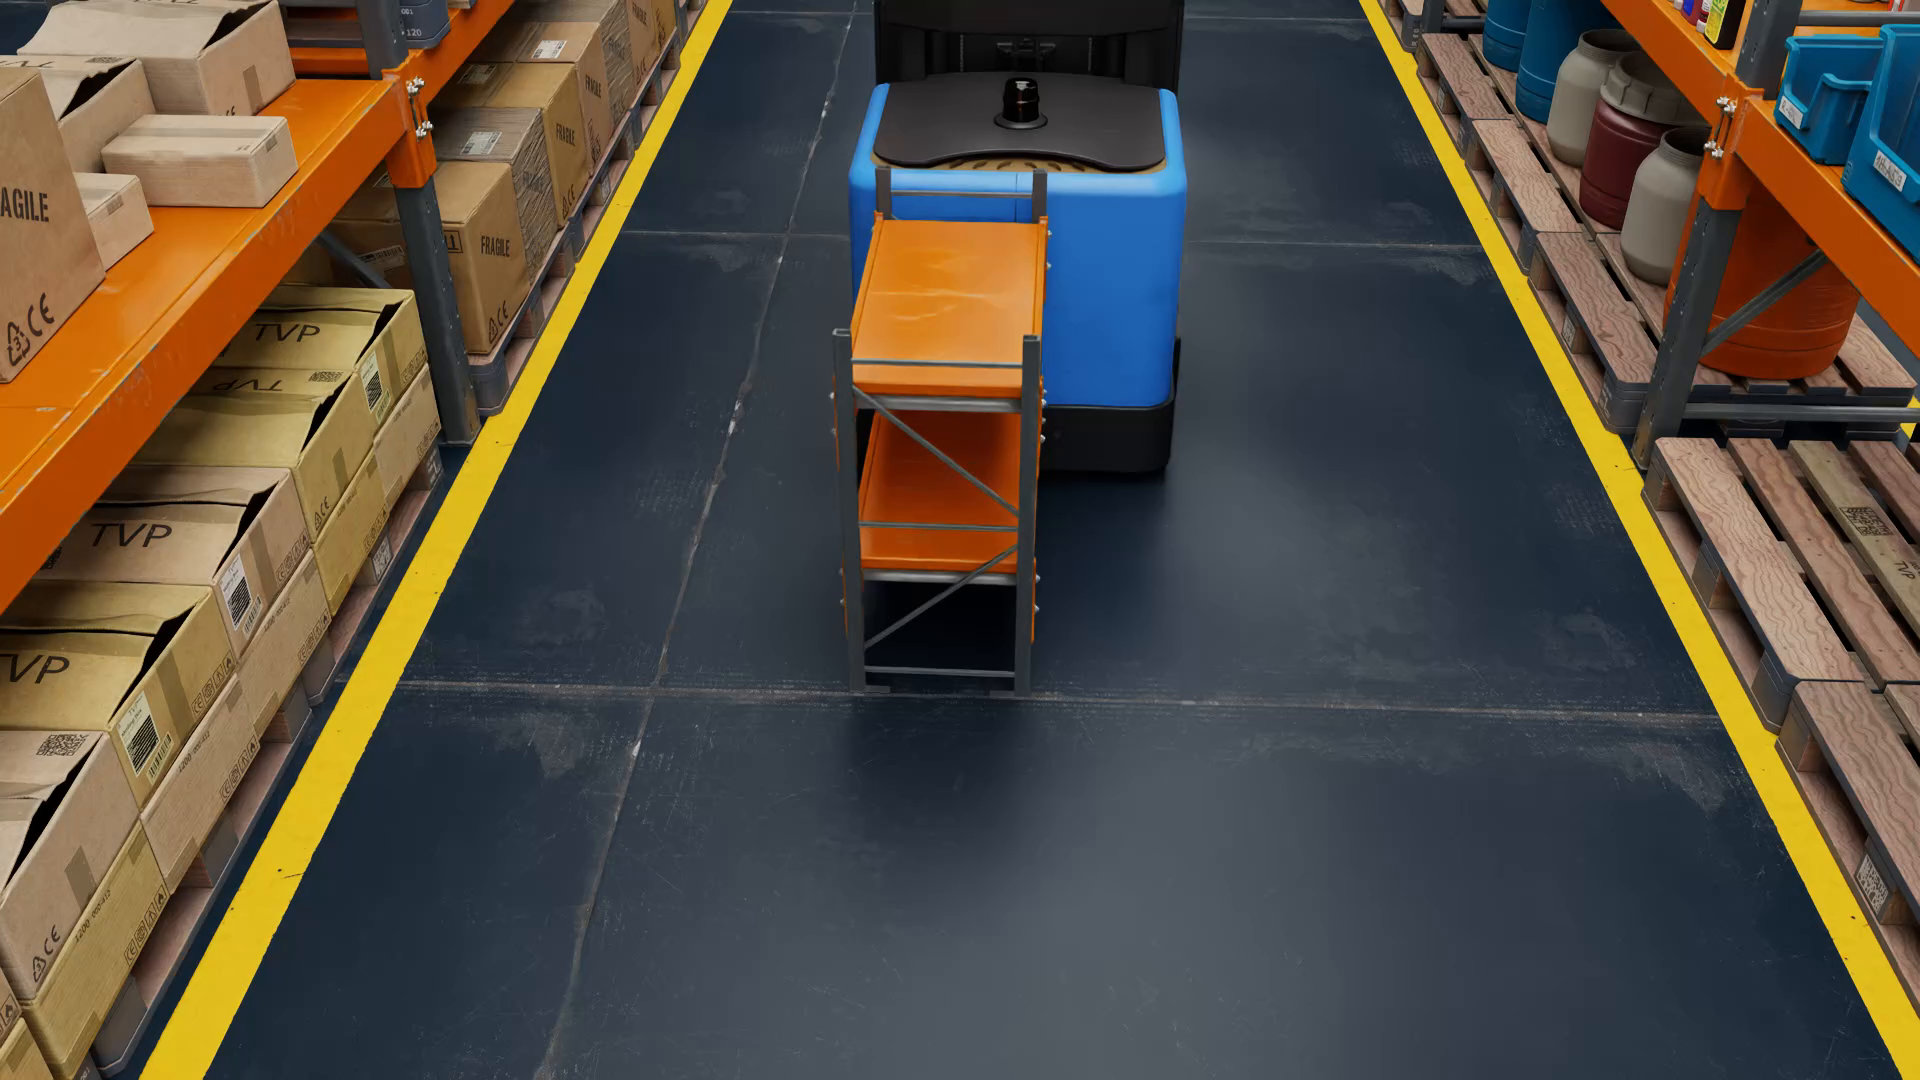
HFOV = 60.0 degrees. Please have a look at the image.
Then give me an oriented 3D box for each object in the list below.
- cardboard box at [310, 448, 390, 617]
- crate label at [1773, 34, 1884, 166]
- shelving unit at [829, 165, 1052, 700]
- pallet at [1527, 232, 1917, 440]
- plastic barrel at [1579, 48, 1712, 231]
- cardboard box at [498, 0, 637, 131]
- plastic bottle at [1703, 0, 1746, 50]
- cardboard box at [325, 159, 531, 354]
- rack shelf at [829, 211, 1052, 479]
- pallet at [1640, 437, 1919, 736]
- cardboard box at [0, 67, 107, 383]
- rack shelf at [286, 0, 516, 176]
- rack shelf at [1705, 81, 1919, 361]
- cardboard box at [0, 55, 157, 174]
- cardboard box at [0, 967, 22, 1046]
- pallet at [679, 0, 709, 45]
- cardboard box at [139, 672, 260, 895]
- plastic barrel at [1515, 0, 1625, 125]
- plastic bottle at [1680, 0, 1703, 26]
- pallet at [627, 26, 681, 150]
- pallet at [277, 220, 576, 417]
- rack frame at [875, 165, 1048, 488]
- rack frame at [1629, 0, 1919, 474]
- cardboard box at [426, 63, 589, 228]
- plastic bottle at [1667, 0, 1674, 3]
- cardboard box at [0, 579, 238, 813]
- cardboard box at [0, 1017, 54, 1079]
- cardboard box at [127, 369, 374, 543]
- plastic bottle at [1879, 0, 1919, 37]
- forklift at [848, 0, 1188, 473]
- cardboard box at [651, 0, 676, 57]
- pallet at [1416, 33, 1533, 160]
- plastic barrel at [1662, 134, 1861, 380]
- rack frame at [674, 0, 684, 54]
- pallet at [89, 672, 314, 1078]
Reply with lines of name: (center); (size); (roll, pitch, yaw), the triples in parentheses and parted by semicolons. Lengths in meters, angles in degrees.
cardboard box: (-1.964, -0.034, 4.716); (0.500, 0.250, 0.500); (1, 35, 1)
crate label: (2.388, -1.173, 4.456); (0.303, 0.233, 0.416); (1, 35, 2)
shelving unit: (-0.026, -0.324, 4.733); (0.538, 1.125, 1.048); (2, 35, 3)
pallet: (2.770, -0.788, 6.188); (1.003, 0.211, 1.213); (1, 35, 2)
plastic barrel: (2.828, -1.590, 6.636); (0.600, 0.588, 0.708); (1, 35, 2)
cardboard box: (-1.791, -2.185, 7.541); (0.500, 0.500, 0.500); (2, 35, 2)
plastic bottle: (2.370, -1.669, 5.118); (0.061, 0.283, 0.133); (1, 35, 2)
cardboard box: (-1.866, -1.004, 5.861); (0.500, 0.500, 0.500); (3, 35, 4)
rack shelf: (-0.026, -0.564, 4.565); (0.538, 0.278, 1.000); (2, 35, 3)
pallet: (2.710, 0.110, 4.910); (1.003, 0.211, 1.213); (1, 35, 2)
cardboard box: (-2.220, -0.668, 3.505); (0.500, 0.500, 0.500); (0, 35, -1)
rack shelf: (-2.089, -2.446, 6.748); (1.077, 0.370, 4.000); (1, 35, 2)
rack shelf: (2.699, -0.032, 3.312); (1.077, 0.370, 4.000); (1, 35, 2)
cardboard box: (-2.399, -1.046, 4.207); (0.500, 0.311, 0.500); (1, 35, 1)
cardboard box: (-2.039, 0.911, 2.883); (0.500, 0.311, 0.500); (1, 35, 1)
pallet: (-1.980, -3.143, 9.539); (1.003, 0.211, 1.213); (1, 35, 2)
cardboard box: (-2.005, 0.550, 3.884); (0.500, 0.250, 0.500); (2, 35, 3)
plastic barrel: (2.873, -2.367, 7.470); (0.600, 0.901, 0.708); (1, 35, 2)
plastic bottle: (2.379, -1.802, 5.307); (0.061, 0.283, 0.133); (1, 35, 2)
pallet: (-2.004, -2.280, 8.311); (1.003, 0.211, 1.213); (1, 35, 2)
pallet: (-2.102, -0.879, 6.317); (1.003, 0.211, 1.213); (1, 35, 2)
rack frame: (0.004, -0.616, 5.148); (0.500, 1.125, 0.032); (2, 35, 3)
rack frame: (2.780, -1.475, 4.740); (1.000, 3.000, 0.127); (1, 35, 2)
cardboard box: (-1.825, -1.593, 6.699); (0.500, 0.500, 0.500); (1, 35, 1)
plastic bottle: (2.406, -1.890, 5.504); (0.097, 0.201, 0.097); (0, 35, 0)
cardboard box: (-2.004, 0.315, 3.731); (0.500, 0.311, 0.500); (2, 35, 3)
cardboard box: (-2.044, 1.140, 3.045); (0.500, 0.250, 0.500); (2, 35, 3)
cardboard box: (-1.959, -0.262, 4.553); (0.500, 0.311, 0.500); (1, 35, 1)
plastic bottle: (2.968, -1.669, 5.124); (0.152, 0.276, 0.135); (1, 35, 2)
forklift: (0.256, -2.244, 5.894); (1.130, 2.935, 3.031); (2, 35, 3)
cardboard box: (-1.742, -2.757, 8.355); (0.500, 0.500, 0.500); (1, 35, 2)
pallet: (2.868, -2.190, 8.182); (1.003, 0.211, 1.213); (1, 35, 2)
plastic barrel: (2.782, -1.040, 5.644); (0.600, 0.830, 0.708); (1, 35, 2)
rack frame: (-2.009, -3.890, 8.176); (1.000, 3.000, 0.127); (1, 35, 2)
pallet: (-2.293, 0.721, 4.041); (1.003, 0.211, 1.213); (1, 35, 2)
